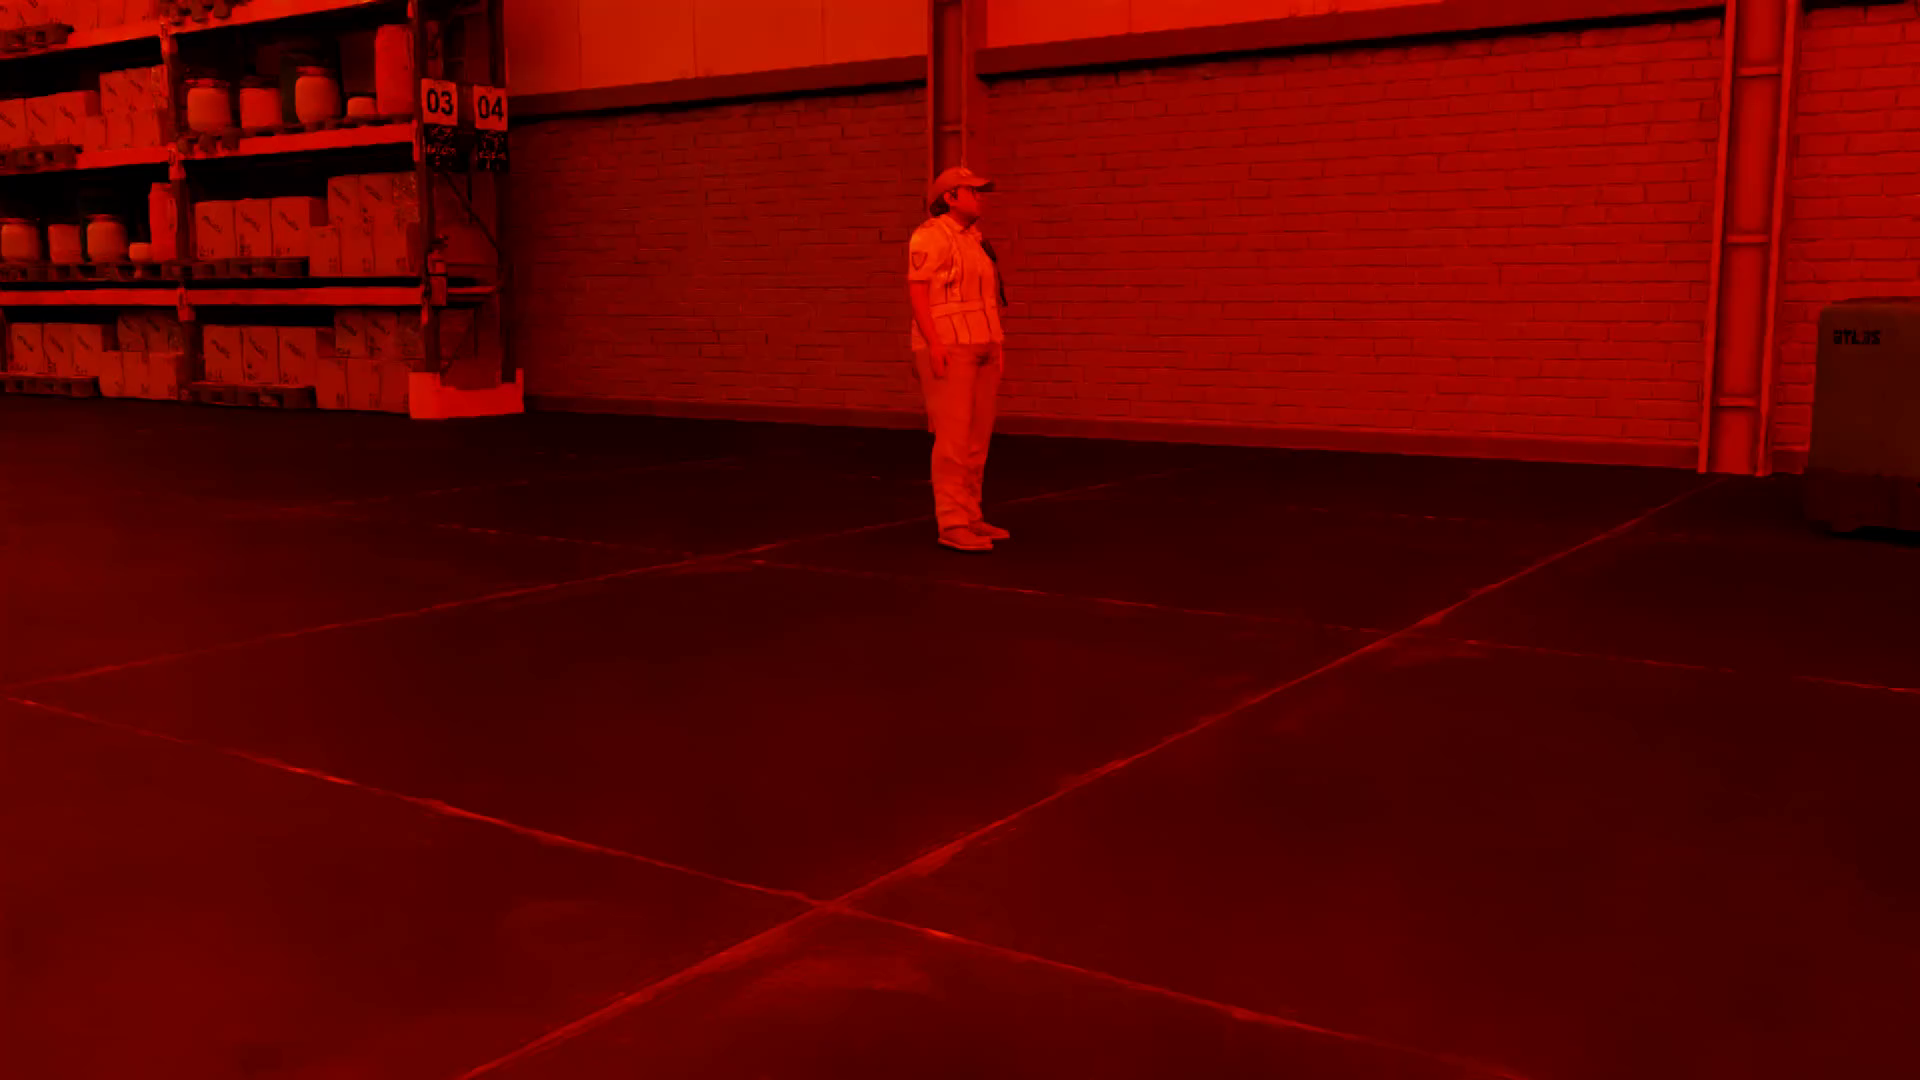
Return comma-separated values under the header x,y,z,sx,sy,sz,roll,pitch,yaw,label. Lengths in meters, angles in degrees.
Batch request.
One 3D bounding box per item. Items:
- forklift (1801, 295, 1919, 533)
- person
x,y,z,sx,sy,sz,roll,pitch,yaw,label
5.226,-1.354,6.715,1.130,2.935,3.031,-6,10,-36,forklift
0.051,-0.823,7.424,0.529,1.669,0.598,5,10,34,person
